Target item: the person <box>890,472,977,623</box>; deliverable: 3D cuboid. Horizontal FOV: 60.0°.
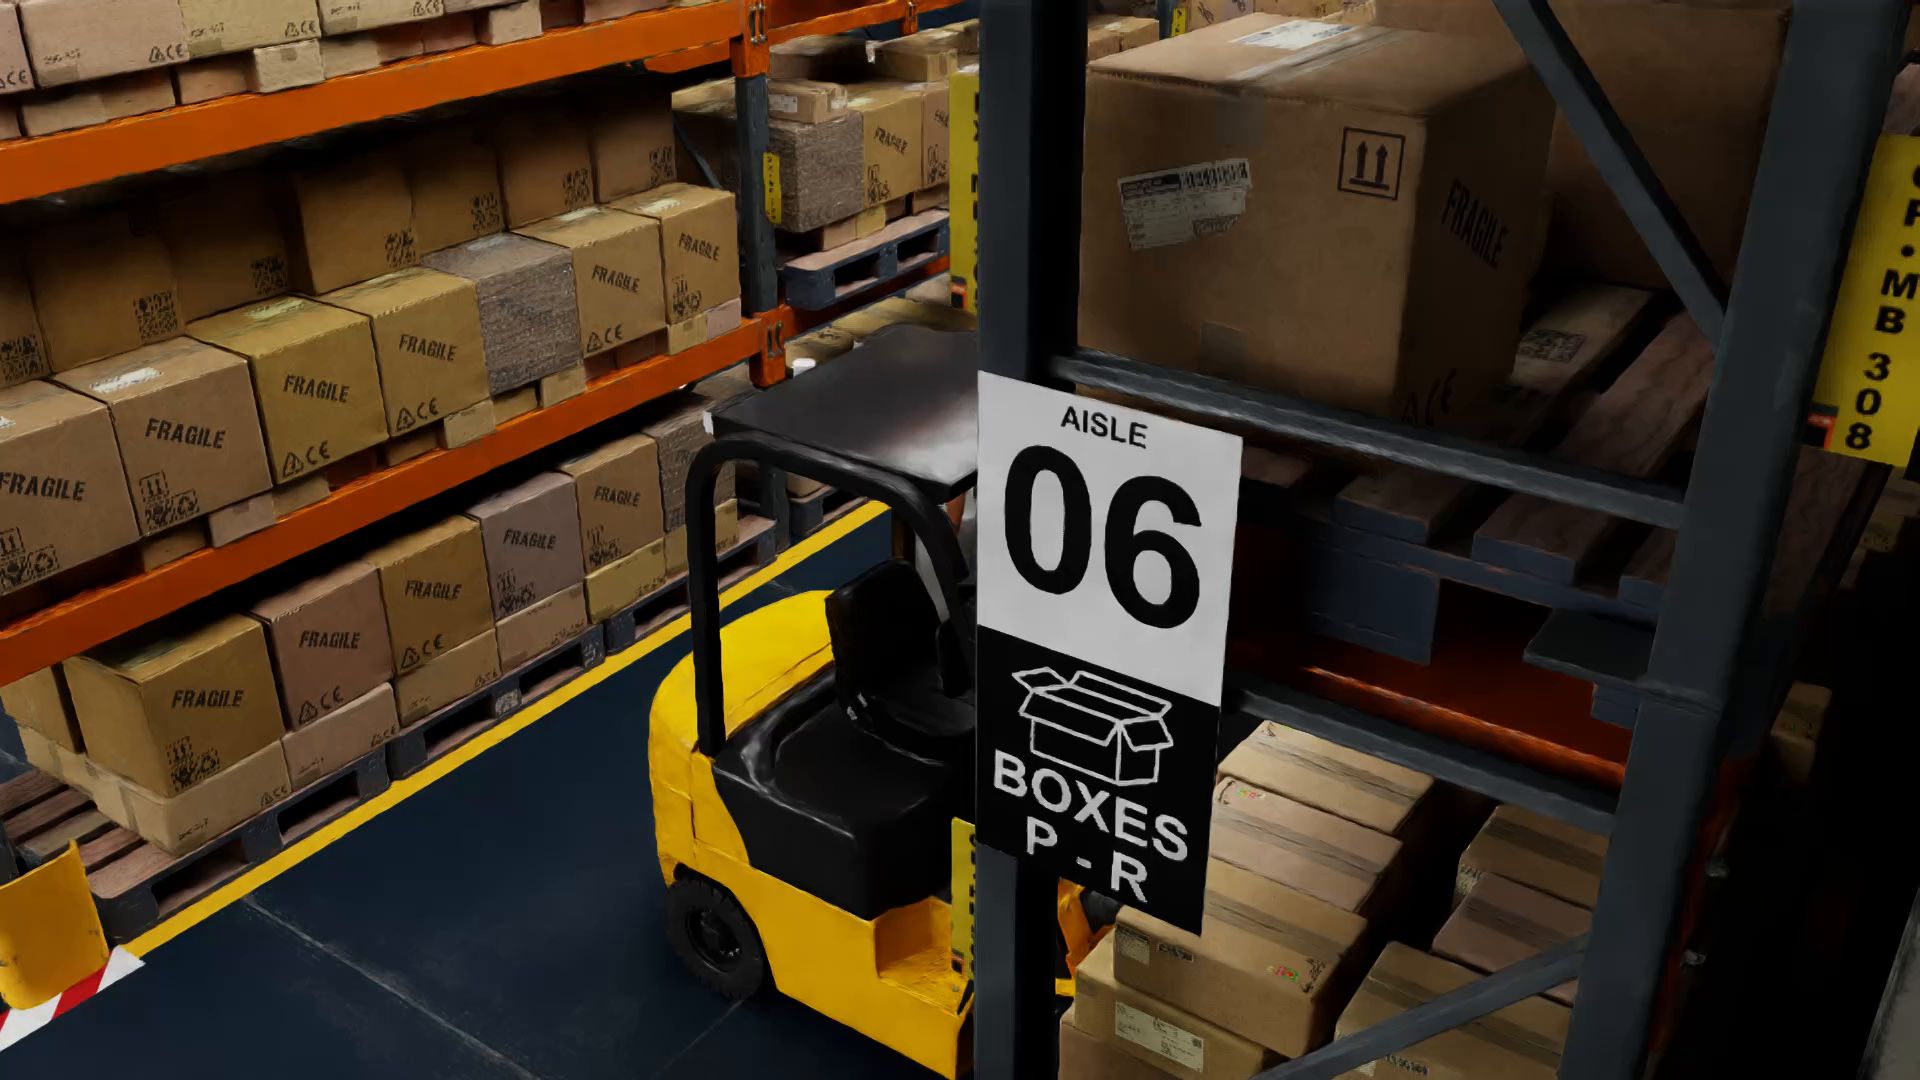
[{"bbox_3d":[-0.181,-0.094,7.164,0.538,1.669,0.495,-6,28,-12],"label":"person"}]
